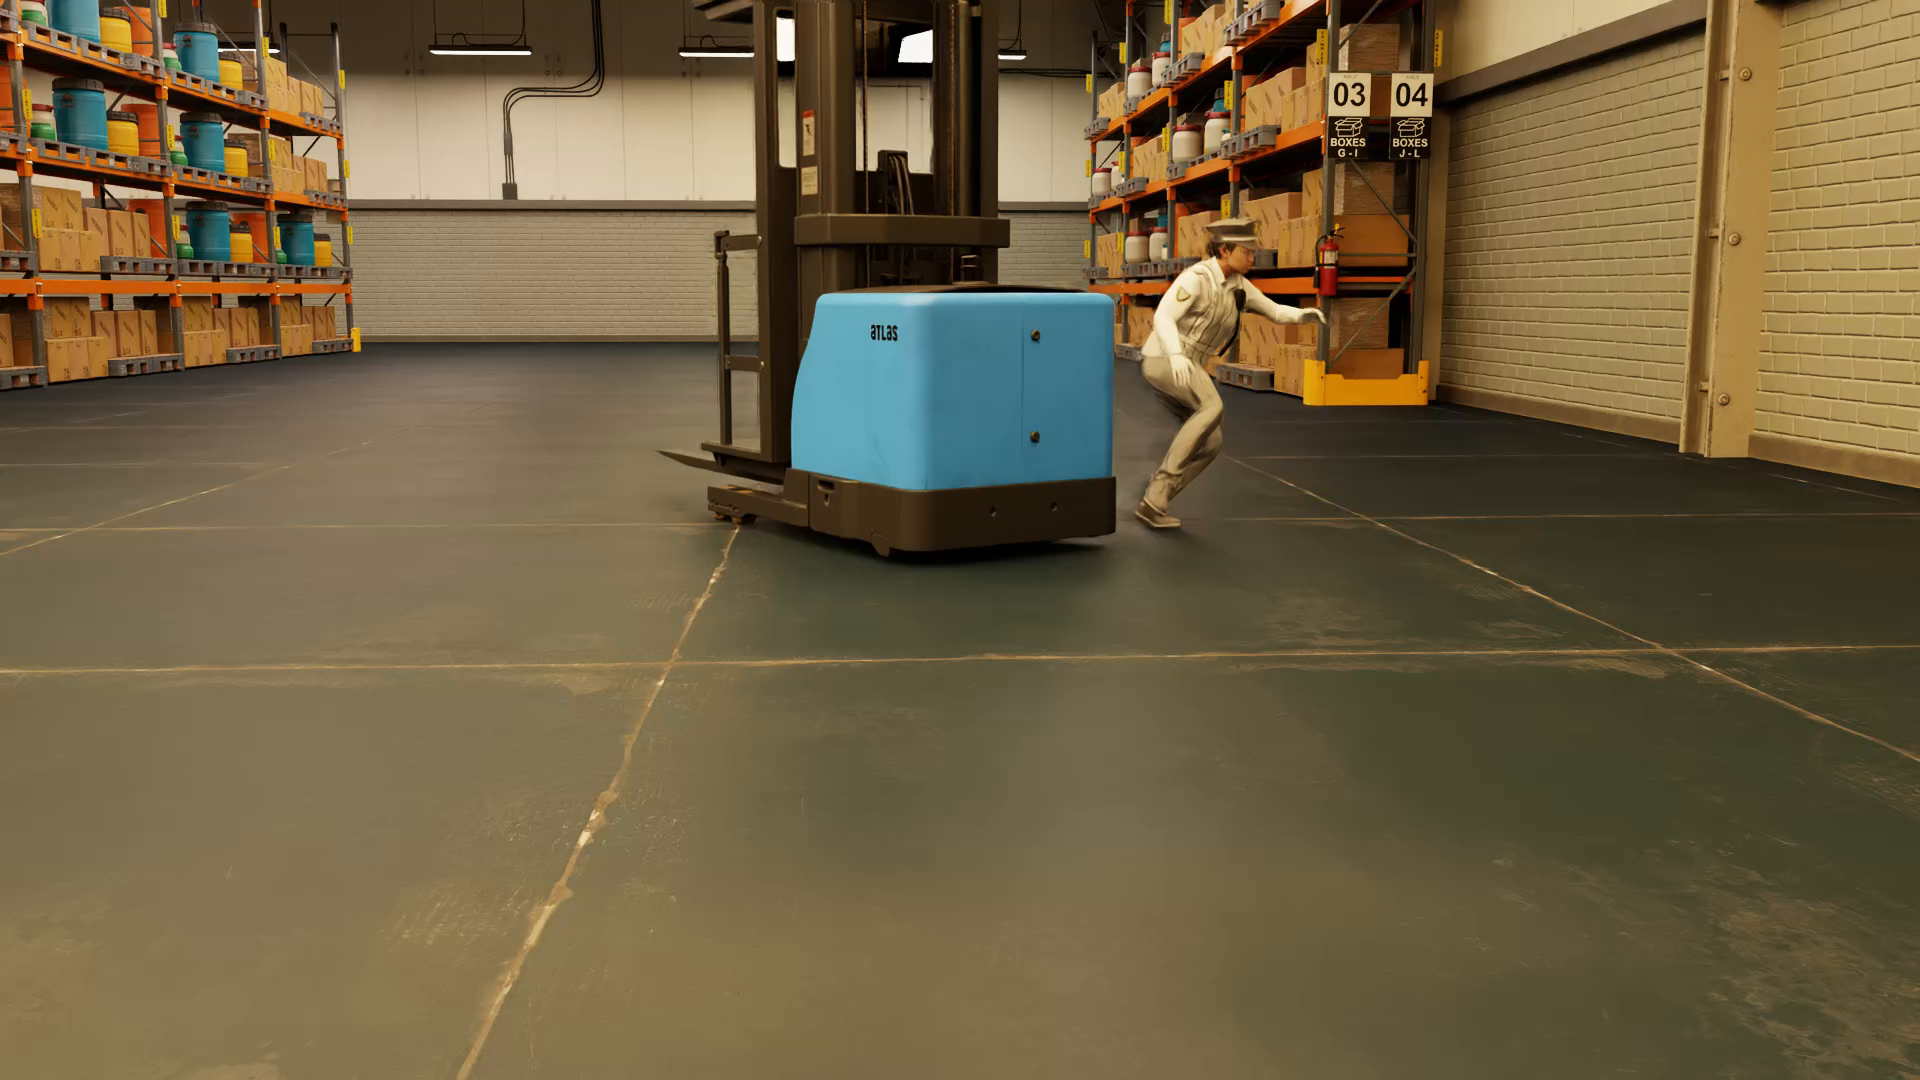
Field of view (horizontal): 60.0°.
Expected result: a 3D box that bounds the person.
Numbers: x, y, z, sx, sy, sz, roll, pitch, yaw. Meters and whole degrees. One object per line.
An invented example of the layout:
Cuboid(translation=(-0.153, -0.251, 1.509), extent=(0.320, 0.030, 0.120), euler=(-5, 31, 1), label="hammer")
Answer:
Cuboid(translation=(1.191, -0.770, 7.699), extent=(0.857, 1.430, 0.991), euler=(5, 10, 32), label="person")

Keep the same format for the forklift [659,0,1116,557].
Cuboid(translation=(-0.554, -1.556, 7.808), extent=(1.130, 2.935, 3.031), euler=(-5, 10, -32), label="forklift")
